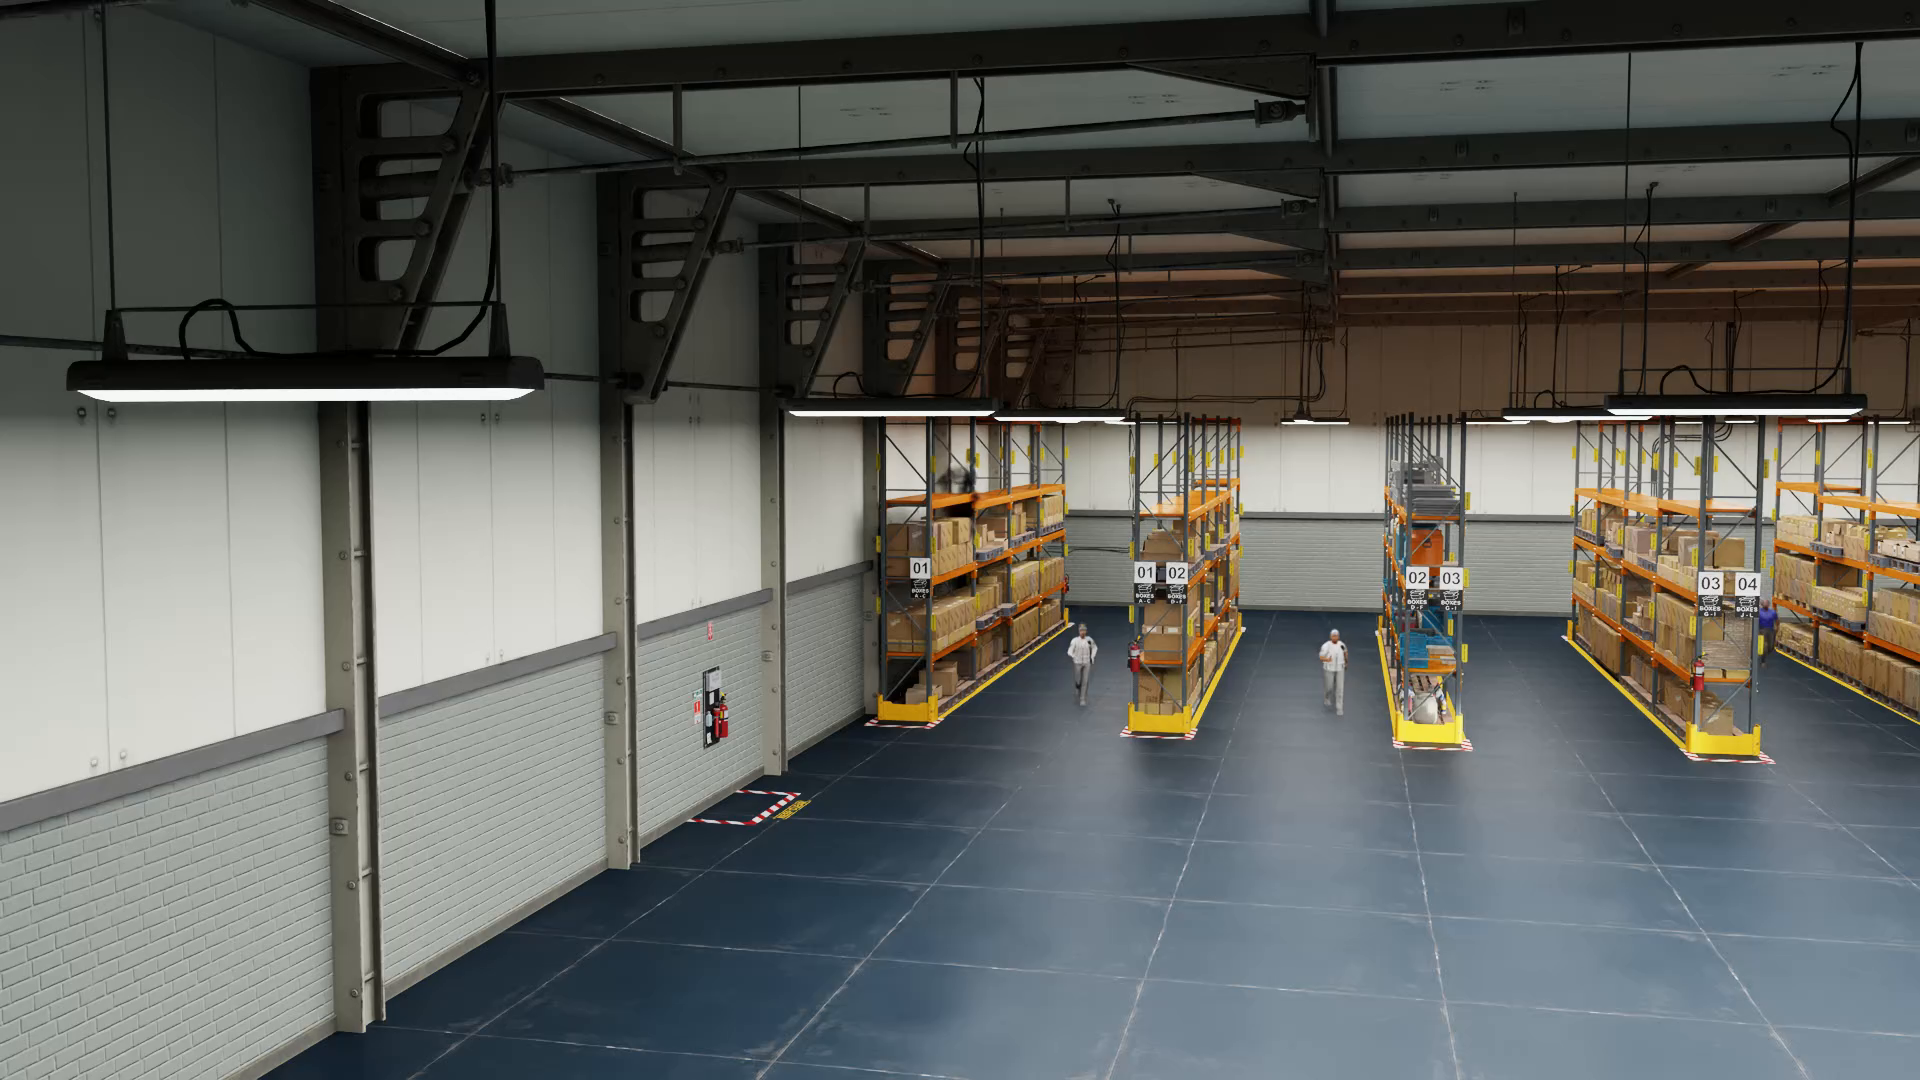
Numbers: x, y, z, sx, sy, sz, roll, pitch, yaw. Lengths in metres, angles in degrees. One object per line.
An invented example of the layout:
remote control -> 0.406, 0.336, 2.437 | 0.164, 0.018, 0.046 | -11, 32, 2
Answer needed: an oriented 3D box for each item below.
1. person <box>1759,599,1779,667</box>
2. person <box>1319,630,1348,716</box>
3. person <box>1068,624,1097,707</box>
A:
person -> 19.300, 2.233, 39.806 | 0.581, 1.621, 0.493 | 1, 4, 16
person -> 7.500, 2.624, 33.334 | 0.606, 1.666, 0.924 | 0, 4, 1
person -> 2.537, 2.552, 34.316 | 0.618, 1.669, 0.890 | 0, 4, 1
